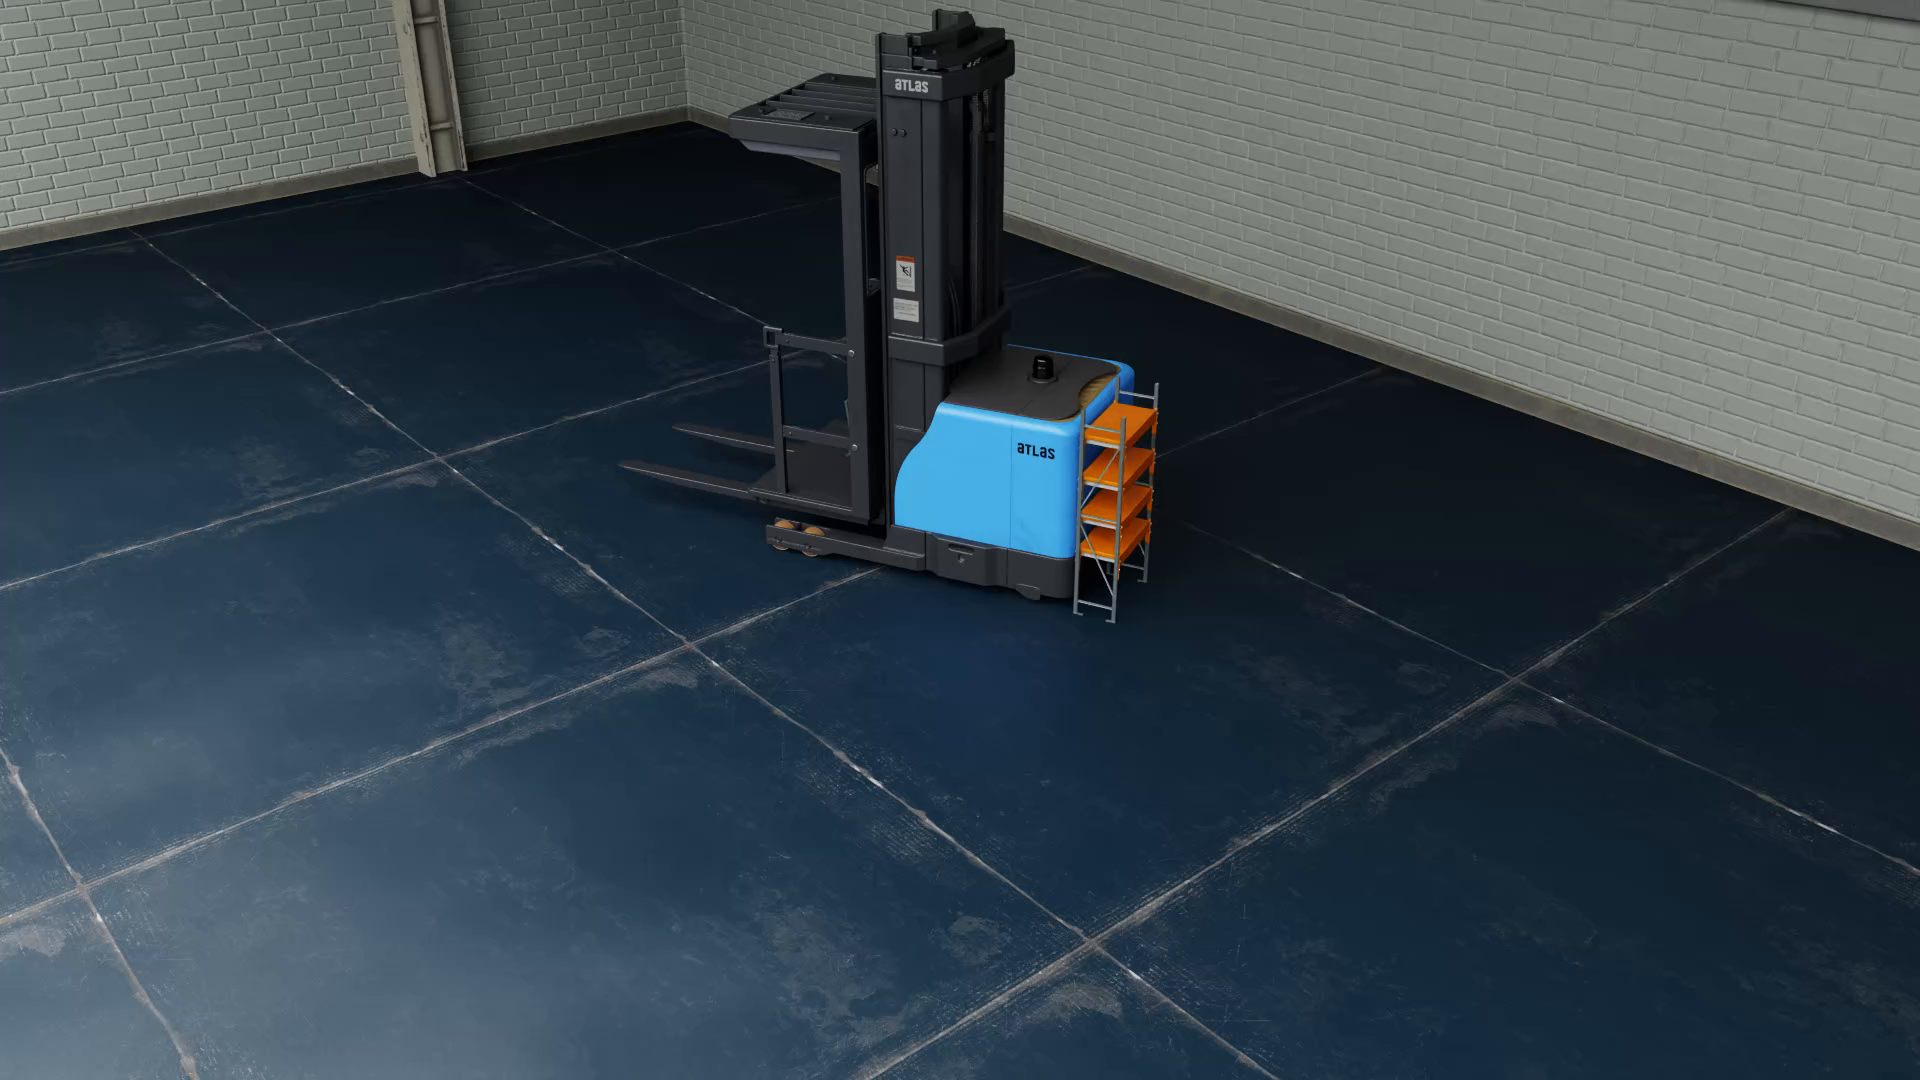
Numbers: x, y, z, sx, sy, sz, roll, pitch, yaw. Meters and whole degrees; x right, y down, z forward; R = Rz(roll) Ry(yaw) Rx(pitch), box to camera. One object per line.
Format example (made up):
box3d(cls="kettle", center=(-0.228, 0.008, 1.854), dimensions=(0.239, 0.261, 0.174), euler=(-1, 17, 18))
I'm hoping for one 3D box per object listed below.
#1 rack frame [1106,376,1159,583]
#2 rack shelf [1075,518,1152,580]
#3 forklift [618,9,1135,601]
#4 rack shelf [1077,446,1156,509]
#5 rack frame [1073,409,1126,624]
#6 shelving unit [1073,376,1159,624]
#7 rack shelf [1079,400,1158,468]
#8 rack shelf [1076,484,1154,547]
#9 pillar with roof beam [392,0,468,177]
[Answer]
box3d(cls="rack frame", center=(0.938, -0.316, 9.068), dimensions=(0.240, 1.200, 0.015), euler=(13, 31, 23))
box3d(cls="rack shelf", center=(0.831, 0.022, 8.999), dimensions=(0.258, 0.148, 0.480), euler=(13, 31, 23))
box3d(cls="forklift", center=(-0.569, -1.412, 9.282), dimensions=(3.031, 2.935, 1.130), euler=(12, 30, 21))
box3d(cls="rack shelf", center=(0.831, -0.350, 8.800), dimensions=(0.258, 0.148, 0.480), euler=(13, 31, 23))
box3d(cls="rack frame", center=(0.725, -0.109, 8.680), dimensions=(0.240, 1.200, 0.015), euler=(13, 31, 23))
box3d(cls="shelving unit", center=(0.831, -0.212, 8.874), dimensions=(0.258, 1.200, 0.503), euler=(13, 31, 23))
box3d(cls="rack shelf", center=(0.831, -0.559, 8.689), dimensions=(0.258, 0.148, 0.480), euler=(13, 31, 23))
box3d(cls="rack shelf", center=(0.831, -0.153, 8.906), dimensions=(0.258, 0.148, 0.480), euler=(13, 31, 23))
box3d(cls="pillar with roof beam", center=(-2.393, -6.136, 11.684), dimensions=(0.400, 9.000, 9.100), euler=(-22, 35, -35))
